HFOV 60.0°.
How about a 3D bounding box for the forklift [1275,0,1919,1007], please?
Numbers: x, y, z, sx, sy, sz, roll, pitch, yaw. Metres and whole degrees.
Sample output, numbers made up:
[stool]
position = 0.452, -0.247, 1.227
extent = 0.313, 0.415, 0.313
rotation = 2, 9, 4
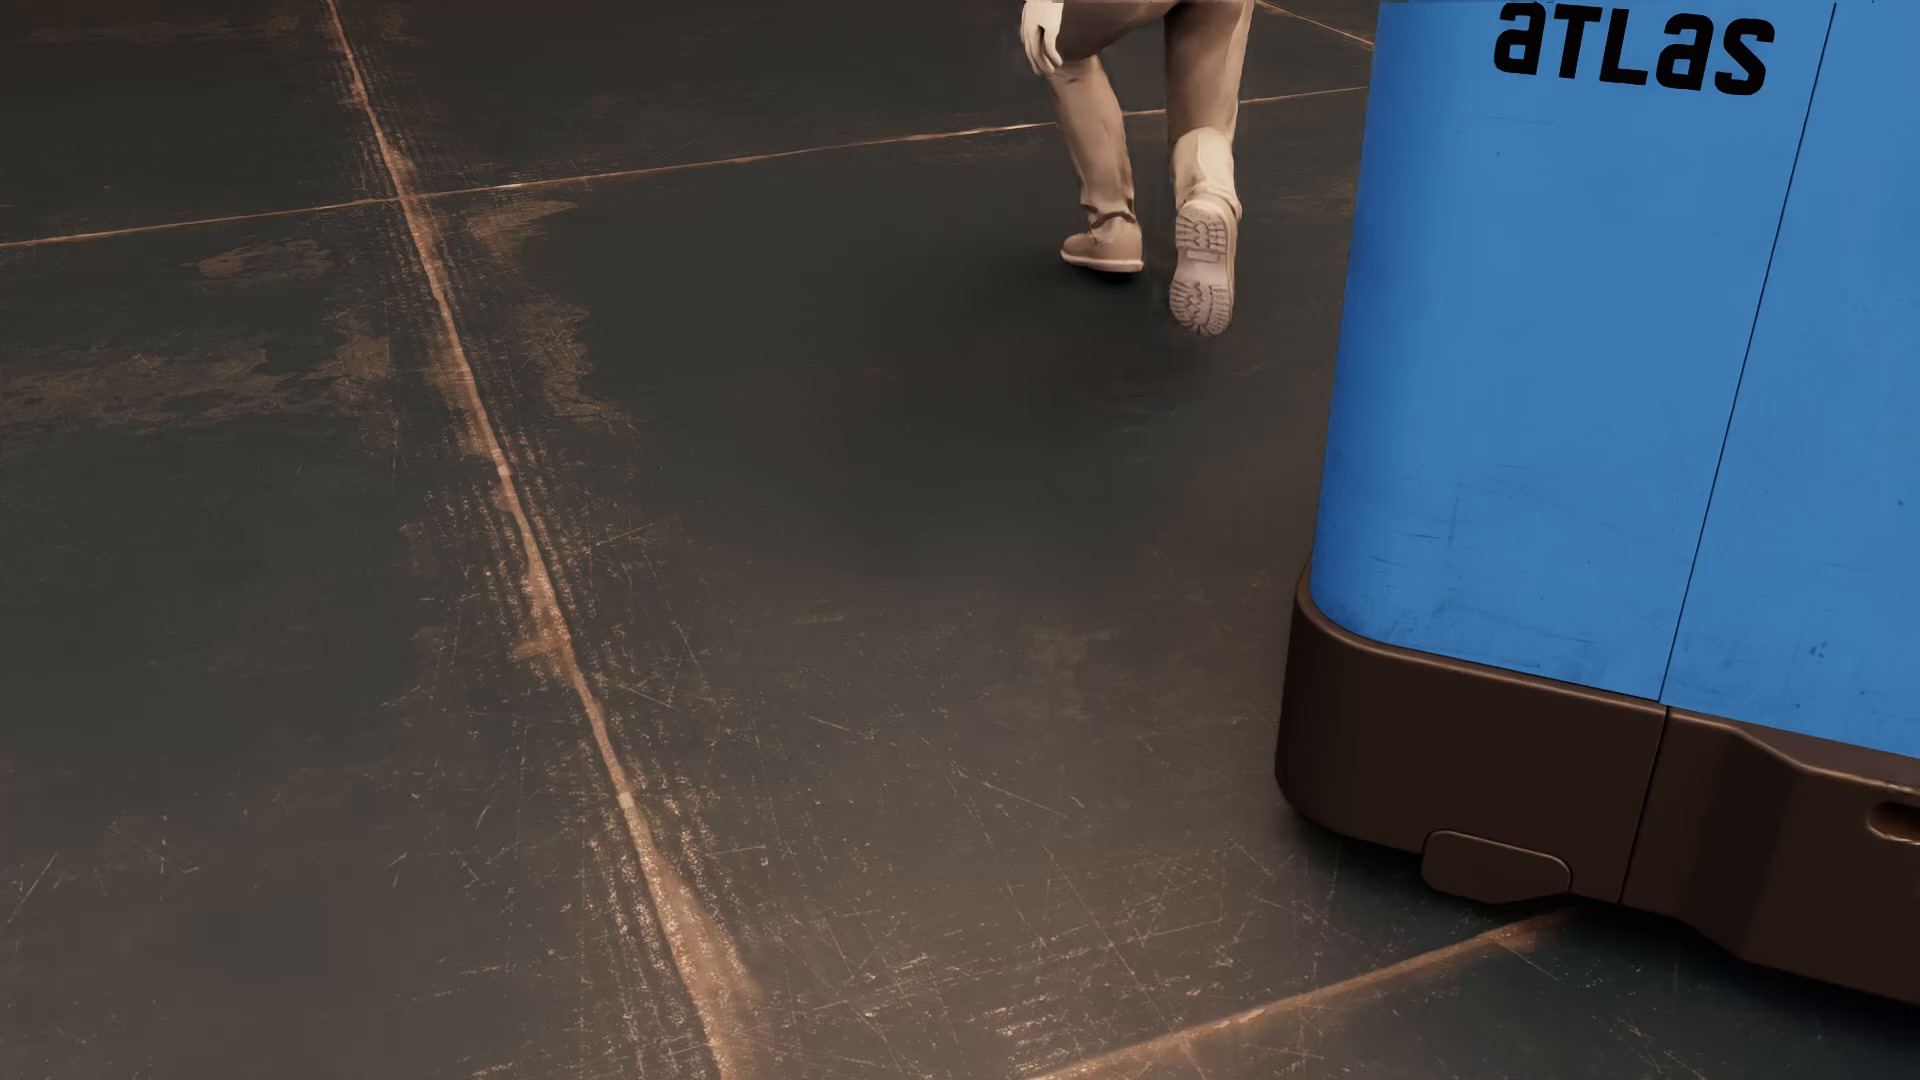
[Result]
[forklift]
position = 1.923, -0.857, 1.043
extent = 3.031, 2.935, 1.130
rotation = 12, 32, 20

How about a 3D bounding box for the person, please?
[person]
position = 0.292, -1.102, 3.017
extent = 0.564, 1.449, 0.839
rotation = -13, 32, -22
